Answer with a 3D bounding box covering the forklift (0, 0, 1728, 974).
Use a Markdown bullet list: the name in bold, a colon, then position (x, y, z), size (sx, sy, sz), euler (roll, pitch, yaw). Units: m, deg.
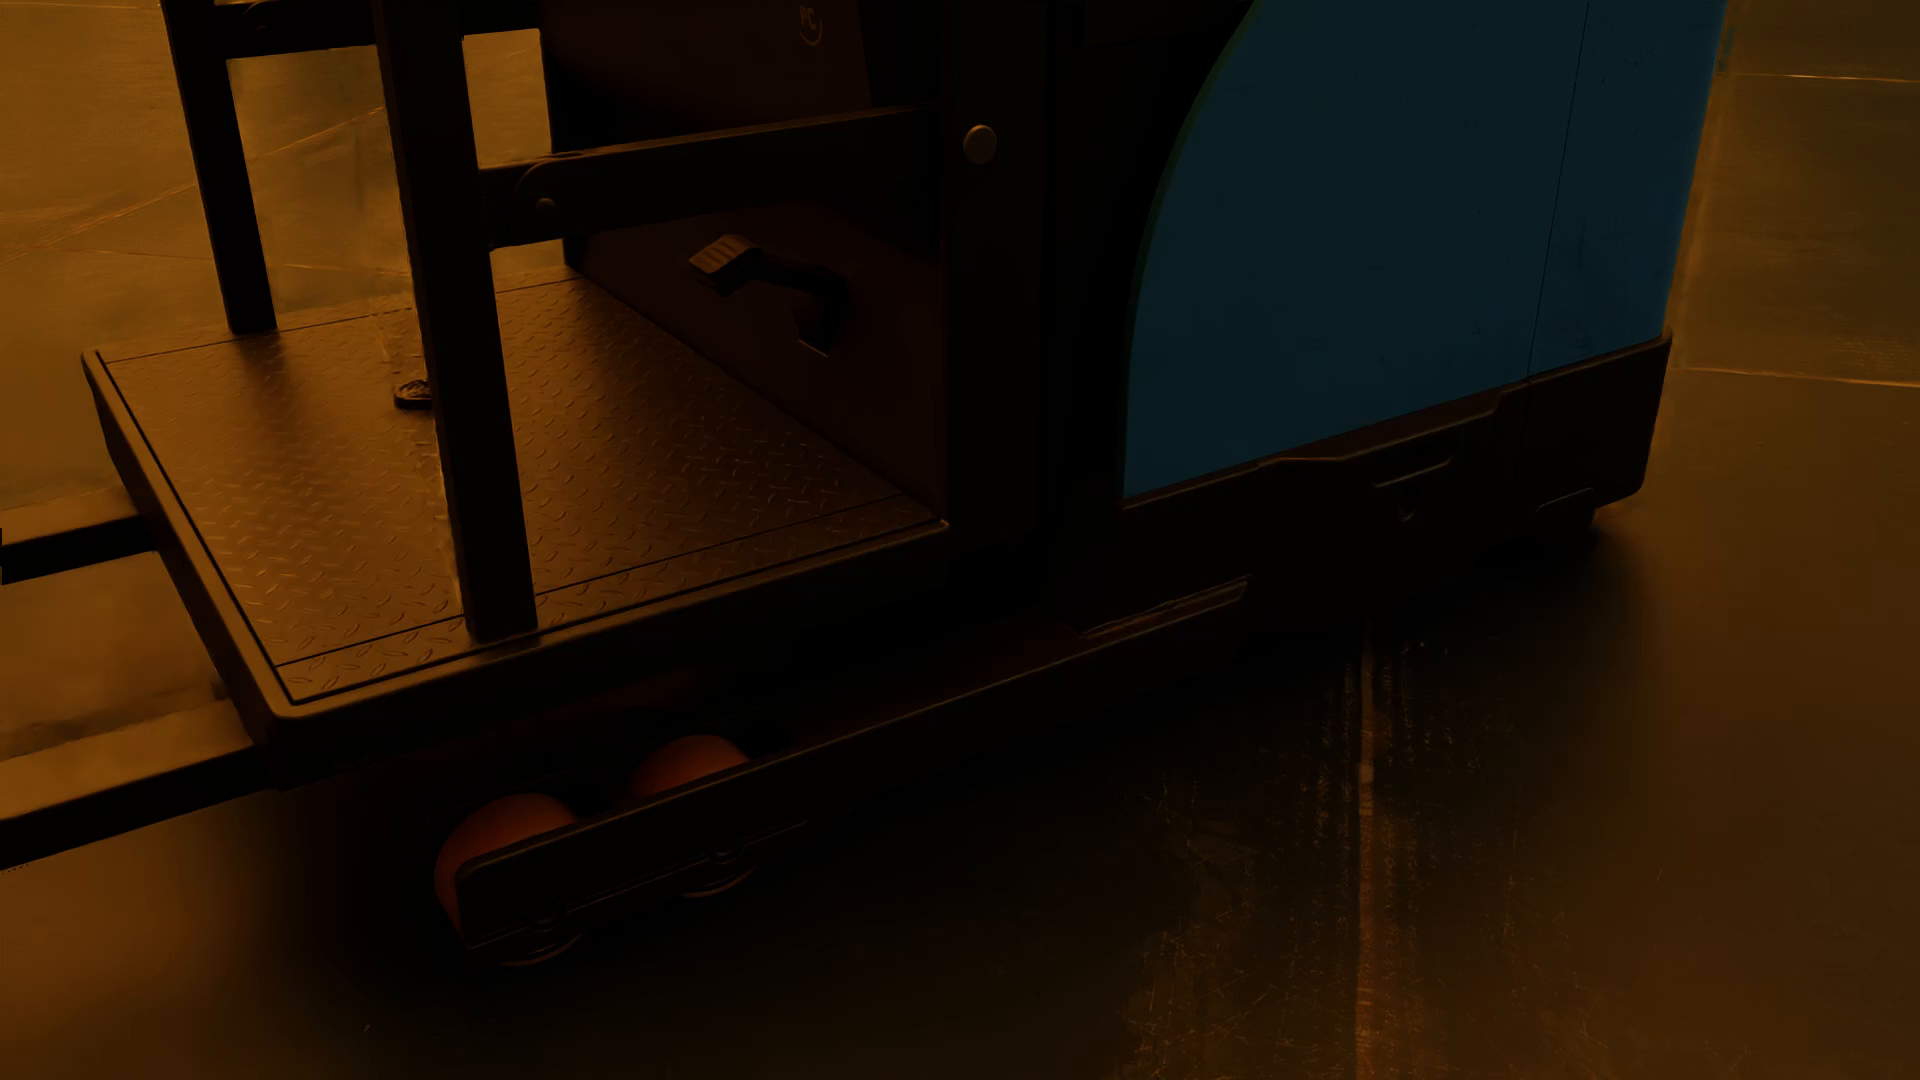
- **forklift**: position (-0.474, -1.156, 1.538), size (3.031, 2.935, 1.130), euler (-17, 31, -29)
